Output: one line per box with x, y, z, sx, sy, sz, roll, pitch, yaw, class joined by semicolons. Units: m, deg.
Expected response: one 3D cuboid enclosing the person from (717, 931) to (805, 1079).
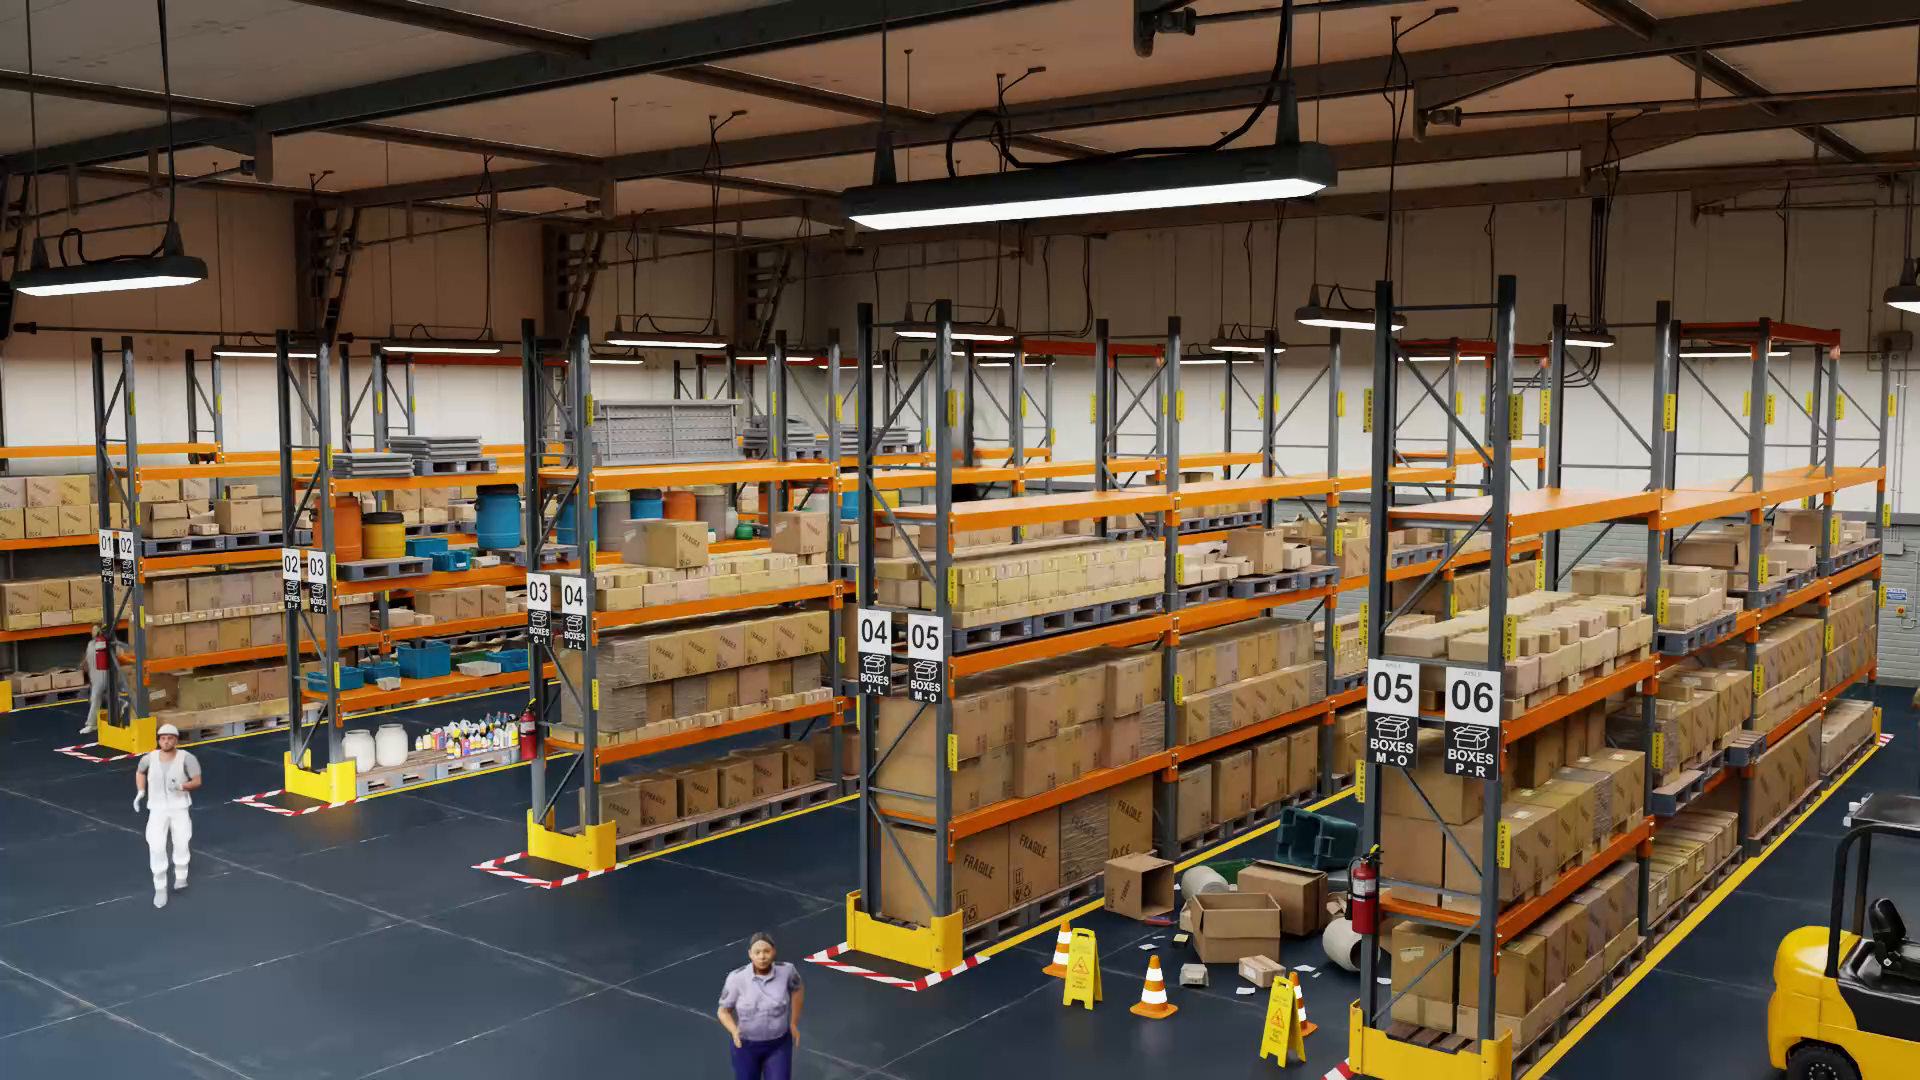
-1.323;3.388;11.119;0.592;1.638;0.886;-1;5;-11;person

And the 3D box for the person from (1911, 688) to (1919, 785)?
12.539;2.445;21.389;0.570;1.669;0.918;3;6;33;person

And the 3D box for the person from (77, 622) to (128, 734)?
-13.268;2.097;25.732;0.574;1.666;0.927;2;5;22;person

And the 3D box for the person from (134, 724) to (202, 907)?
-8.099;2.792;17.019;0.649;1.830;0.763;-2;5;-21;person
